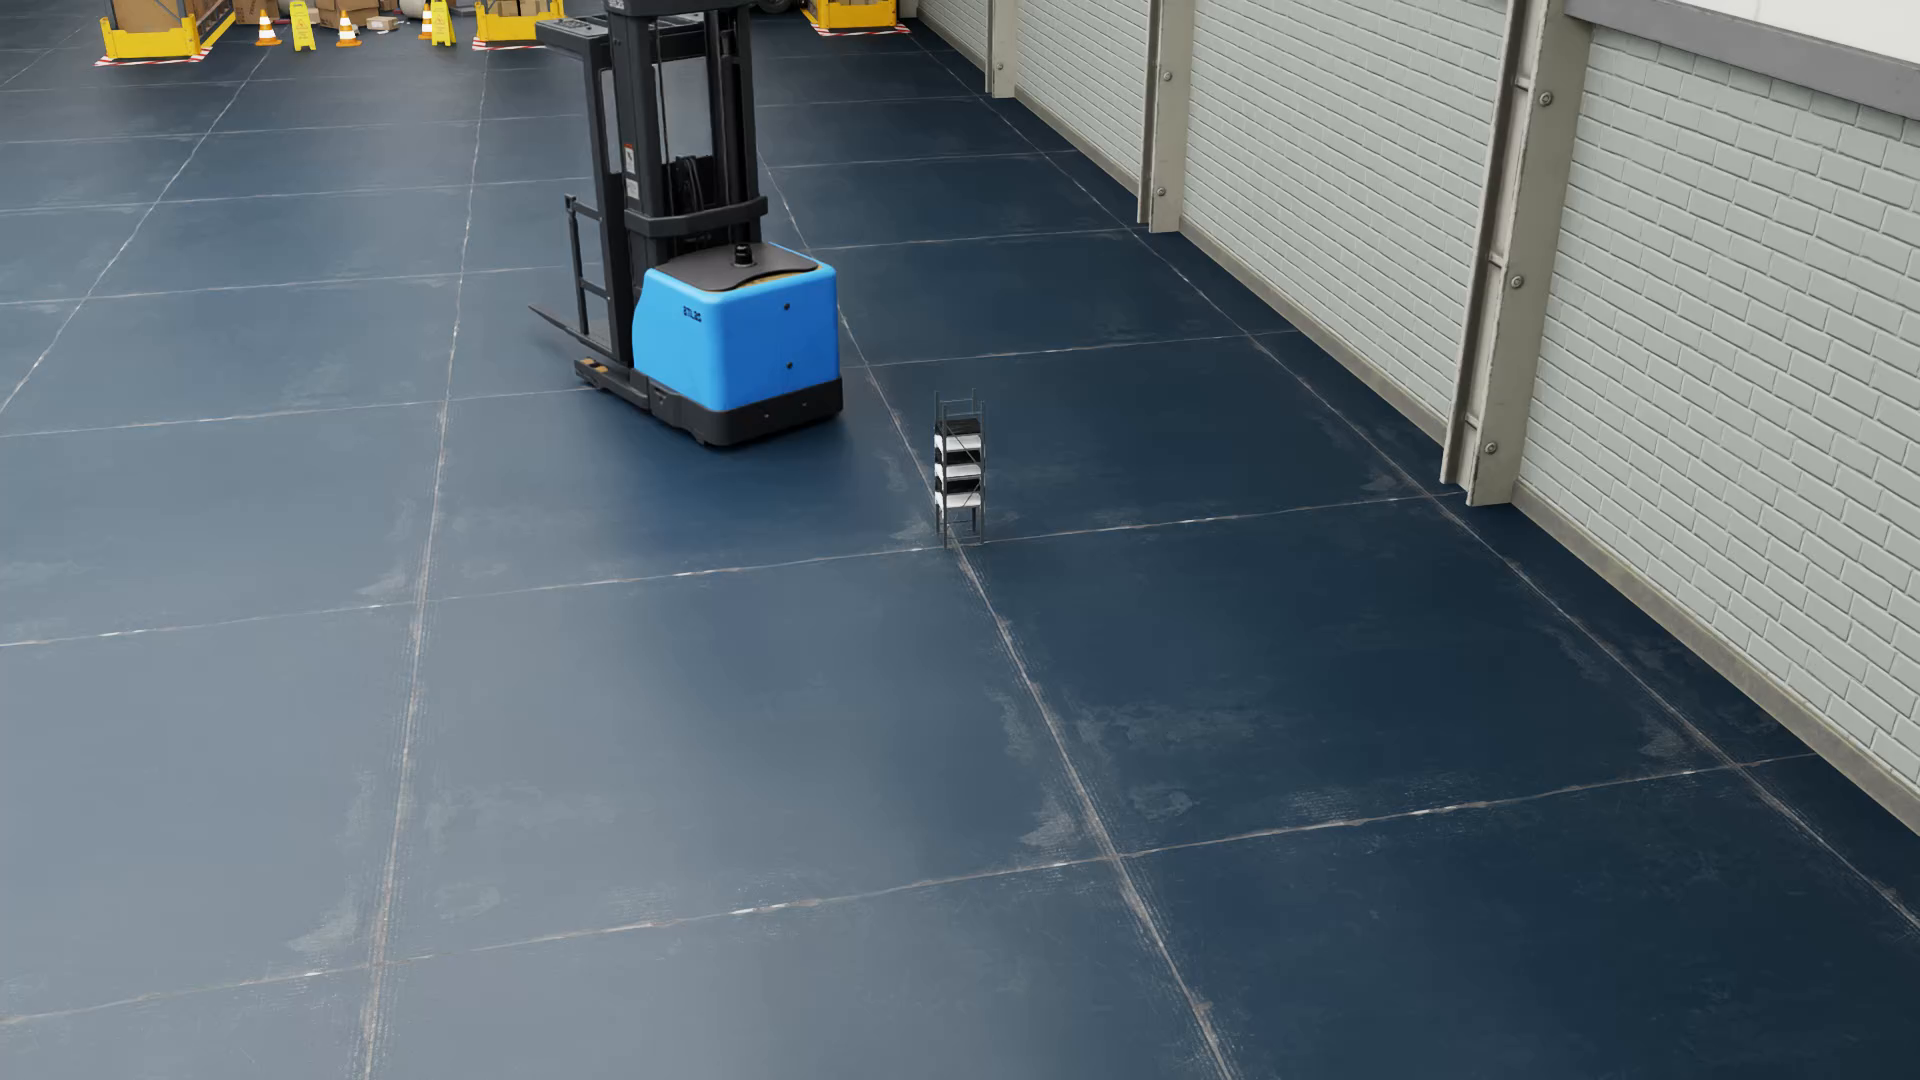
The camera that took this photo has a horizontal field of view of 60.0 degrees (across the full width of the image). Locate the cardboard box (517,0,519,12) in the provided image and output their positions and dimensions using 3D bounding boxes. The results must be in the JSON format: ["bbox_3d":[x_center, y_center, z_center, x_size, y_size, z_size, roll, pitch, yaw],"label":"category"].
[{"bbox_3d":[-6.947,-8.161,25.175,0.500,0.250,0.500,-6,27,-11],"label":"cardboard box"}]

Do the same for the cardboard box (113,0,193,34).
[{"bbox_3d":[-11.411,-7.628,23.426,0.875,0.875,0.875,-6,27,-11],"label":"cardboard box"}]

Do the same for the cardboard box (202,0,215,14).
[{"bbox_3d":[-11.815,-8.414,24.984,0.875,0.875,0.875,-6,27,-11],"label":"cardboard box"}]

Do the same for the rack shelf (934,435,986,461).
[{"bbox_3d":[-0.002,-0.536,9.488,0.258,0.077,0.200,-6,27,-12],"label":"rack shelf"}]

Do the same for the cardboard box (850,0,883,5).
[{"bbox_3d":[-1.479,-8.346,25.542,0.500,0.250,0.500,-6,27,-11],"label":"cardboard box"}]

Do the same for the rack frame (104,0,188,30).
[{"bbox_3d":[-11.193,-8.098,22.465,1.000,3.000,0.127,-6,27,-12],"label":"rack frame"}]

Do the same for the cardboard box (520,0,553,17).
[{"bbox_3d":[-6.306,-7.987,24.831,0.500,0.250,0.500,-6,27,-12],"label":"cardboard box"}]

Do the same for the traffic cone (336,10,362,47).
[{"bbox_3d":[-8.752,-7.308,23.716,0.336,0.463,0.334,-6,27,-12],"label":"traffic cone"}]

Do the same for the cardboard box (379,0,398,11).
[{"bbox_3d":[-9.202,-8.605,26.504,0.396,0.266,0.258,19,32,32],"label":"cardboard box"}]

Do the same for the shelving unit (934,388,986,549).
[{"bbox_3d":[-0.002,-0.405,9.554,0.258,0.900,0.210,-6,27,-12],"label":"shelving unit"}]

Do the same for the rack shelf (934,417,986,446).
[{"bbox_3d":[-0.002,-0.617,9.448,0.258,0.077,0.200,-6,27,-12],"label":"rack shelf"}]

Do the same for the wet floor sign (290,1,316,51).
[{"bbox_3d":[-9.258,-7.235,23.369,0.267,0.644,0.232,-11,29,-20],"label":"wet floor sign"}]

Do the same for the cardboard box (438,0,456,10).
[{"bbox_3d":[-8.379,-8.678,26.385,0.500,0.500,0.500,13,30,24],"label":"cardboard box"}]

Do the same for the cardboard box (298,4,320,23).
[{"bbox_3d":[-9.913,-8.066,25.436,0.396,0.266,0.258,-1,27,-3],"label":"cardboard box"}]

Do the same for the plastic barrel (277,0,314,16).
[{"bbox_3d":[-10.345,-8.362,25.847,0.512,0.421,0.421,13,30,24],"label":"plastic barrel"}]

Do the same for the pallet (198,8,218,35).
[{"bbox_3d":[-11.721,-7.731,24.832,1.003,0.211,1.213,-6,27,-12],"label":"pallet"}]

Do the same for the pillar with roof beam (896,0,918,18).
[{"bbox_3d":[-5.031,-11.789,23.120,9.100,9.000,0.400,-6,27,-12],"label":"pillar with roof beam"}]

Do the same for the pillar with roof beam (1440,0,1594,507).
[{"bbox_3d":[-0.975,-3.887,7.464,9.100,9.000,0.400,-6,27,-12],"label":"pillar with roof beam"}]

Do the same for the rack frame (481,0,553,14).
[{"bbox_3d":[-6.394,-8.645,23.549,1.000,3.000,0.127,-6,27,-12],"label":"rack frame"}]

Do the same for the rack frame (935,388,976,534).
[{"bbox_3d":[-0.025,-0.450,9.643,0.240,0.900,0.006,-6,27,-12],"label":"rack frame"}]

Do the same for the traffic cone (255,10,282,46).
[{"bbox_3d":[-9.930,-7.343,23.784,0.336,0.463,0.334,-6,27,-12],"label":"traffic cone"}]

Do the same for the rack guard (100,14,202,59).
[{"bbox_3d":[-11.188,-6.972,23.007,1.175,0.500,0.348,-6,27,-12],"label":"rack guard"}]

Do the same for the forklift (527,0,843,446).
[{"bbox_3d":[-2.128,-2.511,11.473,1.130,2.935,3.031,-21,33,-35],"label":"forklift"}]

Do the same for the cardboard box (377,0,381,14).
[{"bbox_3d":[-9.475,-8.515,25.911,0.797,0.637,0.503,-6,27,-12],"label":"cardboard box"}]

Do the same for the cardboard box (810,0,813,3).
[{"bbox_3d":[-2.075,-8.504,25.855,0.500,0.250,0.500,-6,27,-12],"label":"cardboard box"}]

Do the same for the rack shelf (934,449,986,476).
[{"bbox_3d":[-0.002,-0.456,9.529,0.258,0.077,0.200,-6,27,-12],"label":"rack shelf"}]

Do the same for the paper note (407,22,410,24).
[{"bbox_3d":[-8.413,-7.886,25.363,0.032,0.001,0.123,-6,27,-12],"label":"paper note"}]

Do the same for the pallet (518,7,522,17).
[{"bbox_3d":[-6.559,-7.794,24.957,1.003,0.211,1.213,-6,27,-12],"label":"pallet"}]

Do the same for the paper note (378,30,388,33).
[{"bbox_3d":[-8.546,-7.532,24.640,0.148,0.019,0.142,-16,31,-29],"label":"paper note"}]

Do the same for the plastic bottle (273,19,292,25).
[{"bbox_3d":[-10.303,-7.896,25.327,0.283,0.061,0.133,-16,31,-29],"label":"plastic bottle"}]

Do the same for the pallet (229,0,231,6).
[{"bbox_3d":[-12.342,-8.940,27.228,1.003,0.211,1.213,-6,27,-12],"label":"pallet"}]

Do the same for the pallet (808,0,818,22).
[{"bbox_3d":[-1.772,-8.237,25.836,1.003,0.211,1.213,-6,27,-12],"label":"pallet"}]
